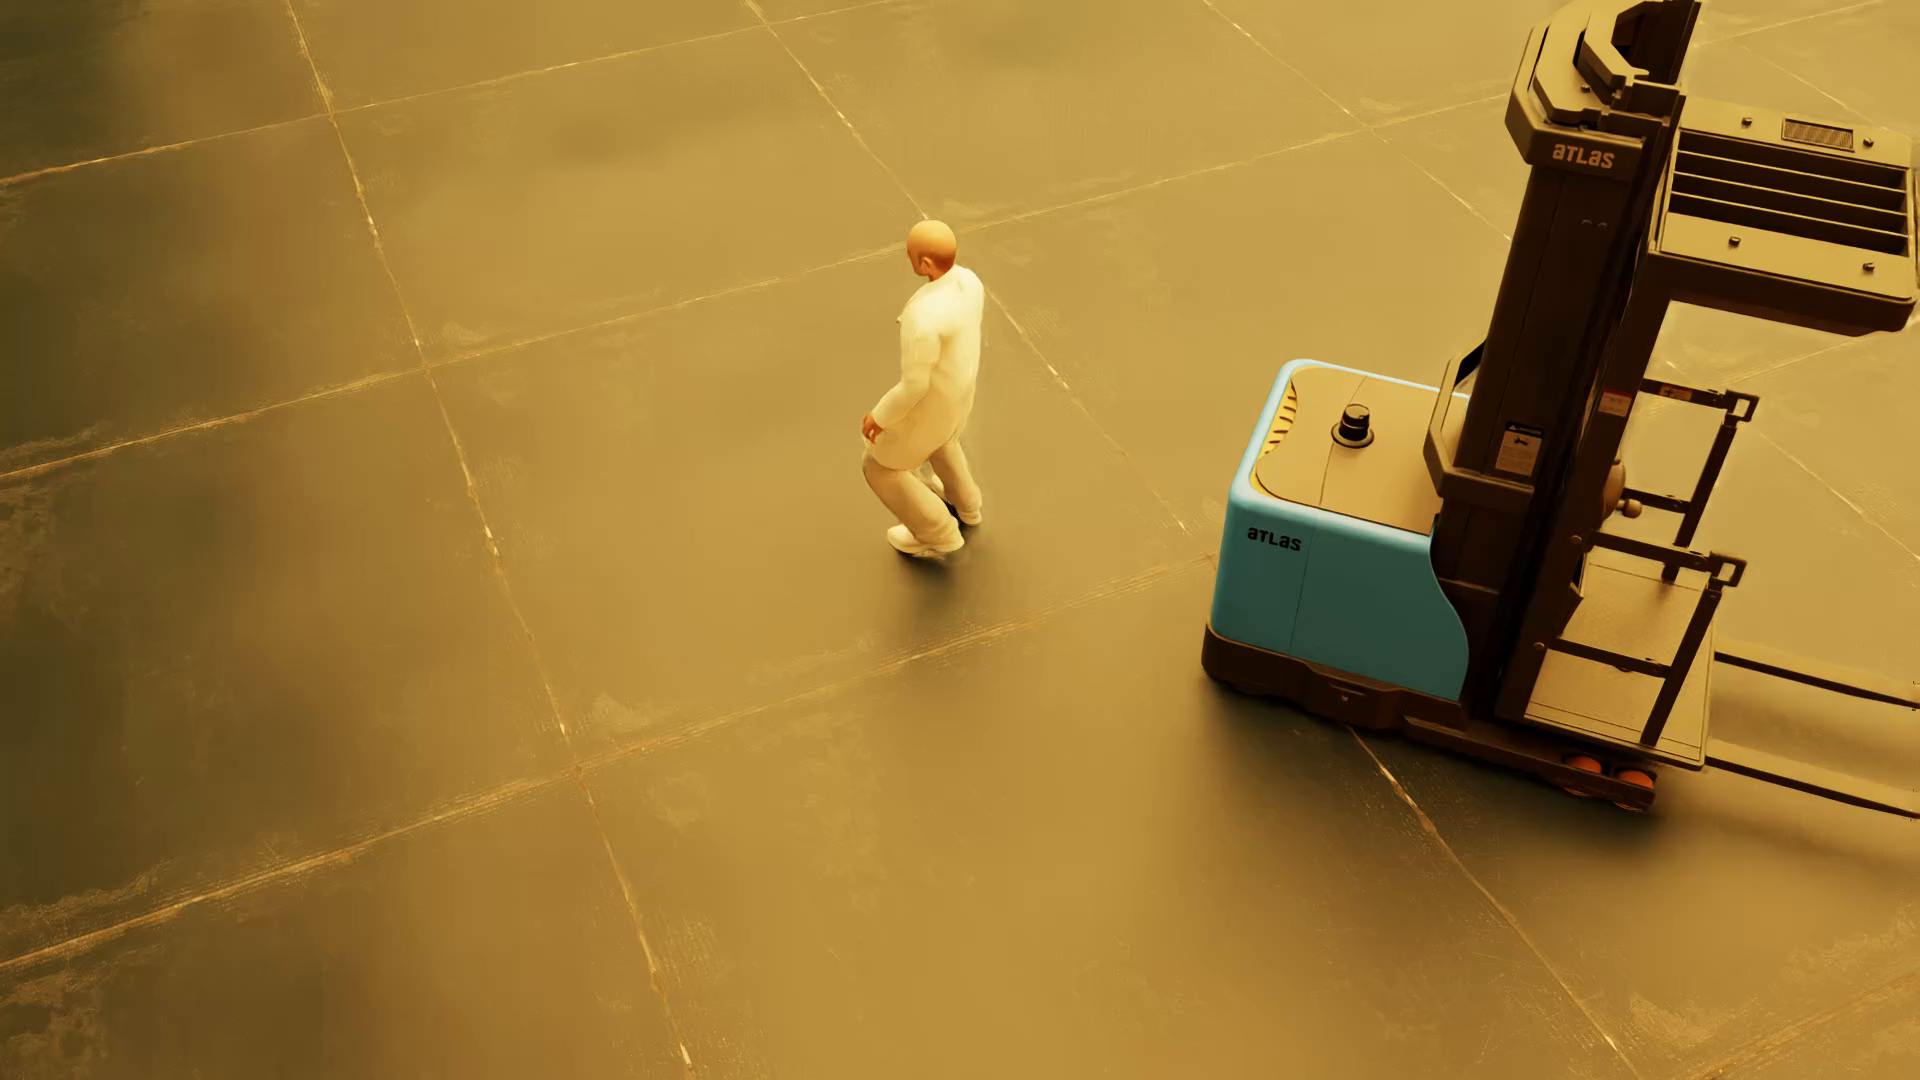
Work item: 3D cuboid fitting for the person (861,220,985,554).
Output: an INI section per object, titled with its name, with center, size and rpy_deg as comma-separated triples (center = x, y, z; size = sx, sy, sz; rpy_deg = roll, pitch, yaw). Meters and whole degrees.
[person]
center = -0.128, -0.661, 7.284
size = 0.464, 1.708, 0.777
rpy_deg = 20, 47, 20

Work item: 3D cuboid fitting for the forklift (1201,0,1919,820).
[forklift]
center = 2.608, -0.403, 6.112
size = 3.031, 2.935, 1.130
rpy_deg = 15, 45, 16
